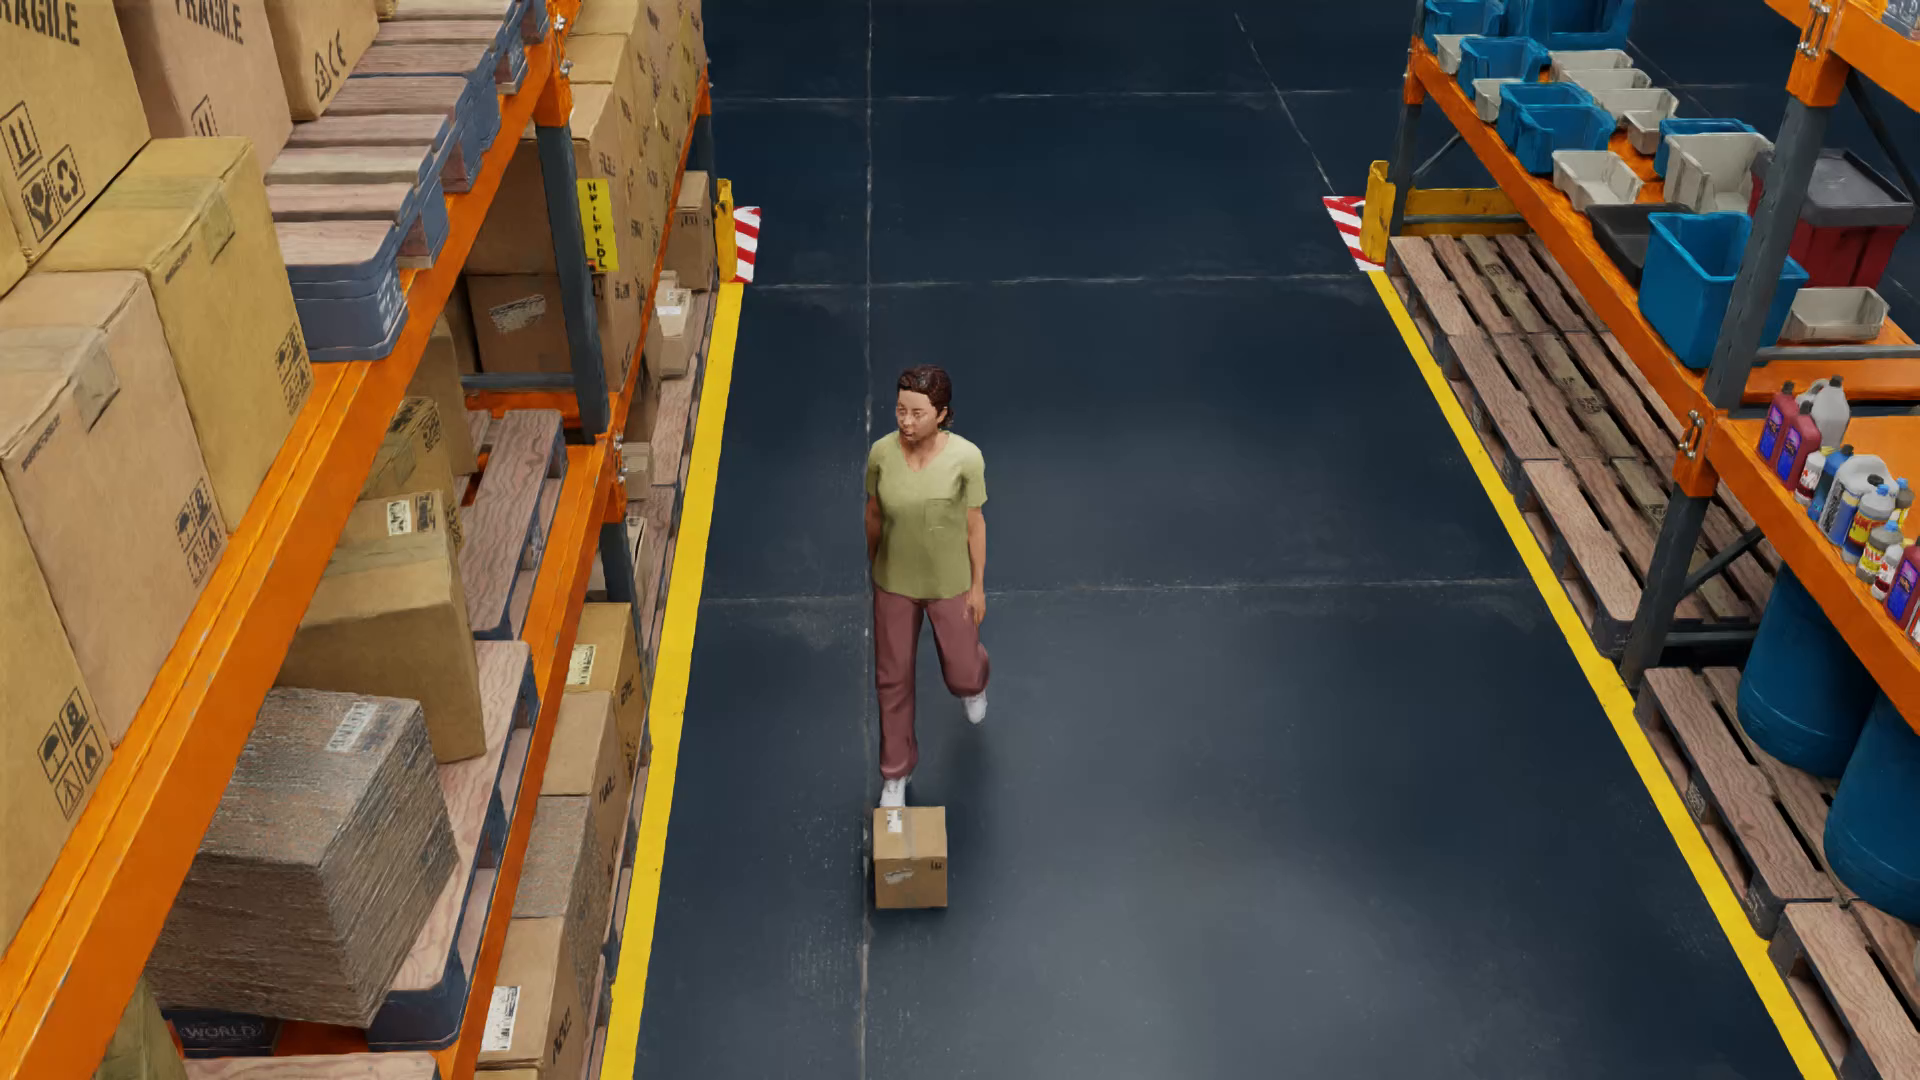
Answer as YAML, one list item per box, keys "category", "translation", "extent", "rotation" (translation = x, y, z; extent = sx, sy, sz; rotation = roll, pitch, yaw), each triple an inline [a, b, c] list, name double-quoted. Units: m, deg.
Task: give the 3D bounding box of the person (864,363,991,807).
- category: "person"
  translation: [-0.130, 0.160, 5.905]
  extent: [0.461, 1.650, 0.754]
  rotation: [6, 36, 8]
